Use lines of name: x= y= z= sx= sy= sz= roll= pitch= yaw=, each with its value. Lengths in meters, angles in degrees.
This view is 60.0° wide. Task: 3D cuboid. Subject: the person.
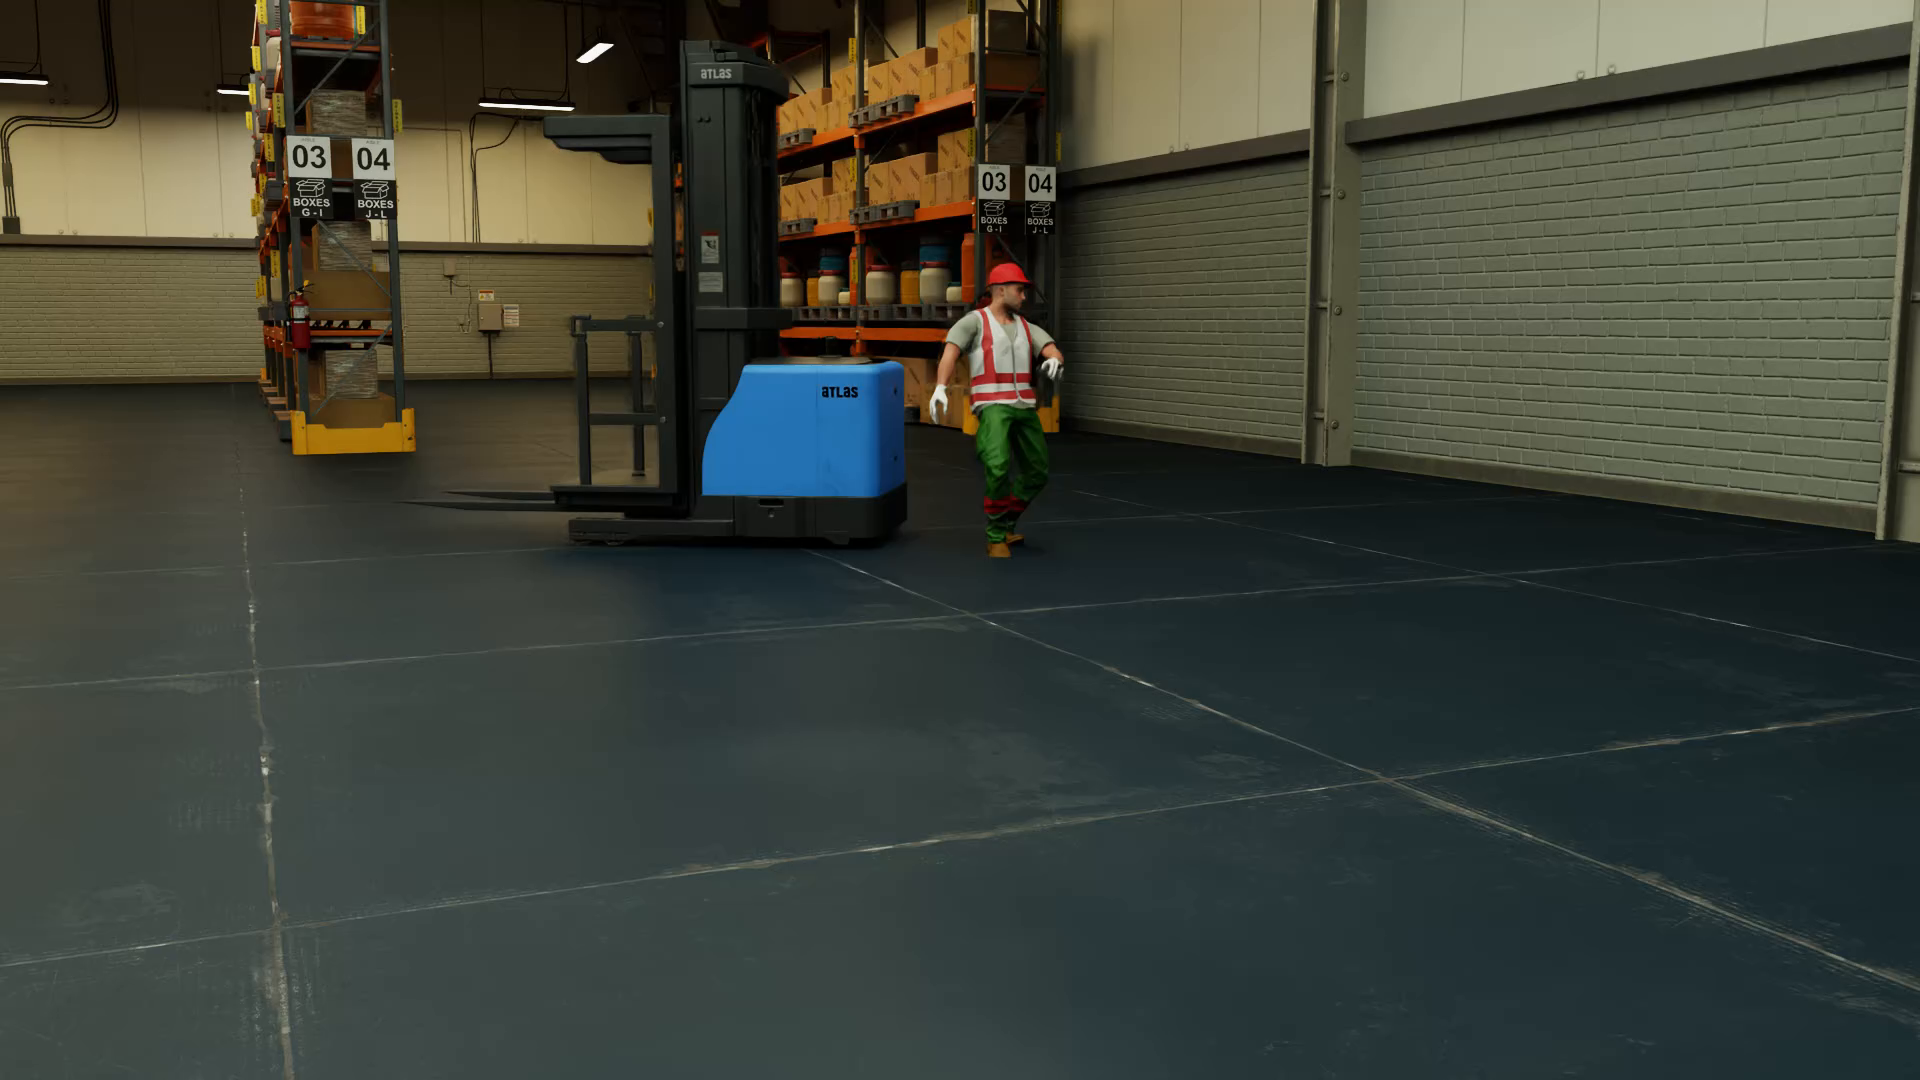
person: x=0.220 y=-0.740 z=9.550 sx=0.835 sy=1.691 sz=0.786 roll=-6 pitch=10 yaw=-39

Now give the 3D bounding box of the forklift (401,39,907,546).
forklift: x=-1.896 y=-1.484 z=10.194 sx=3.031 sy=2.935 sz=1.130 roll=1 pitch=8 yaw=8
